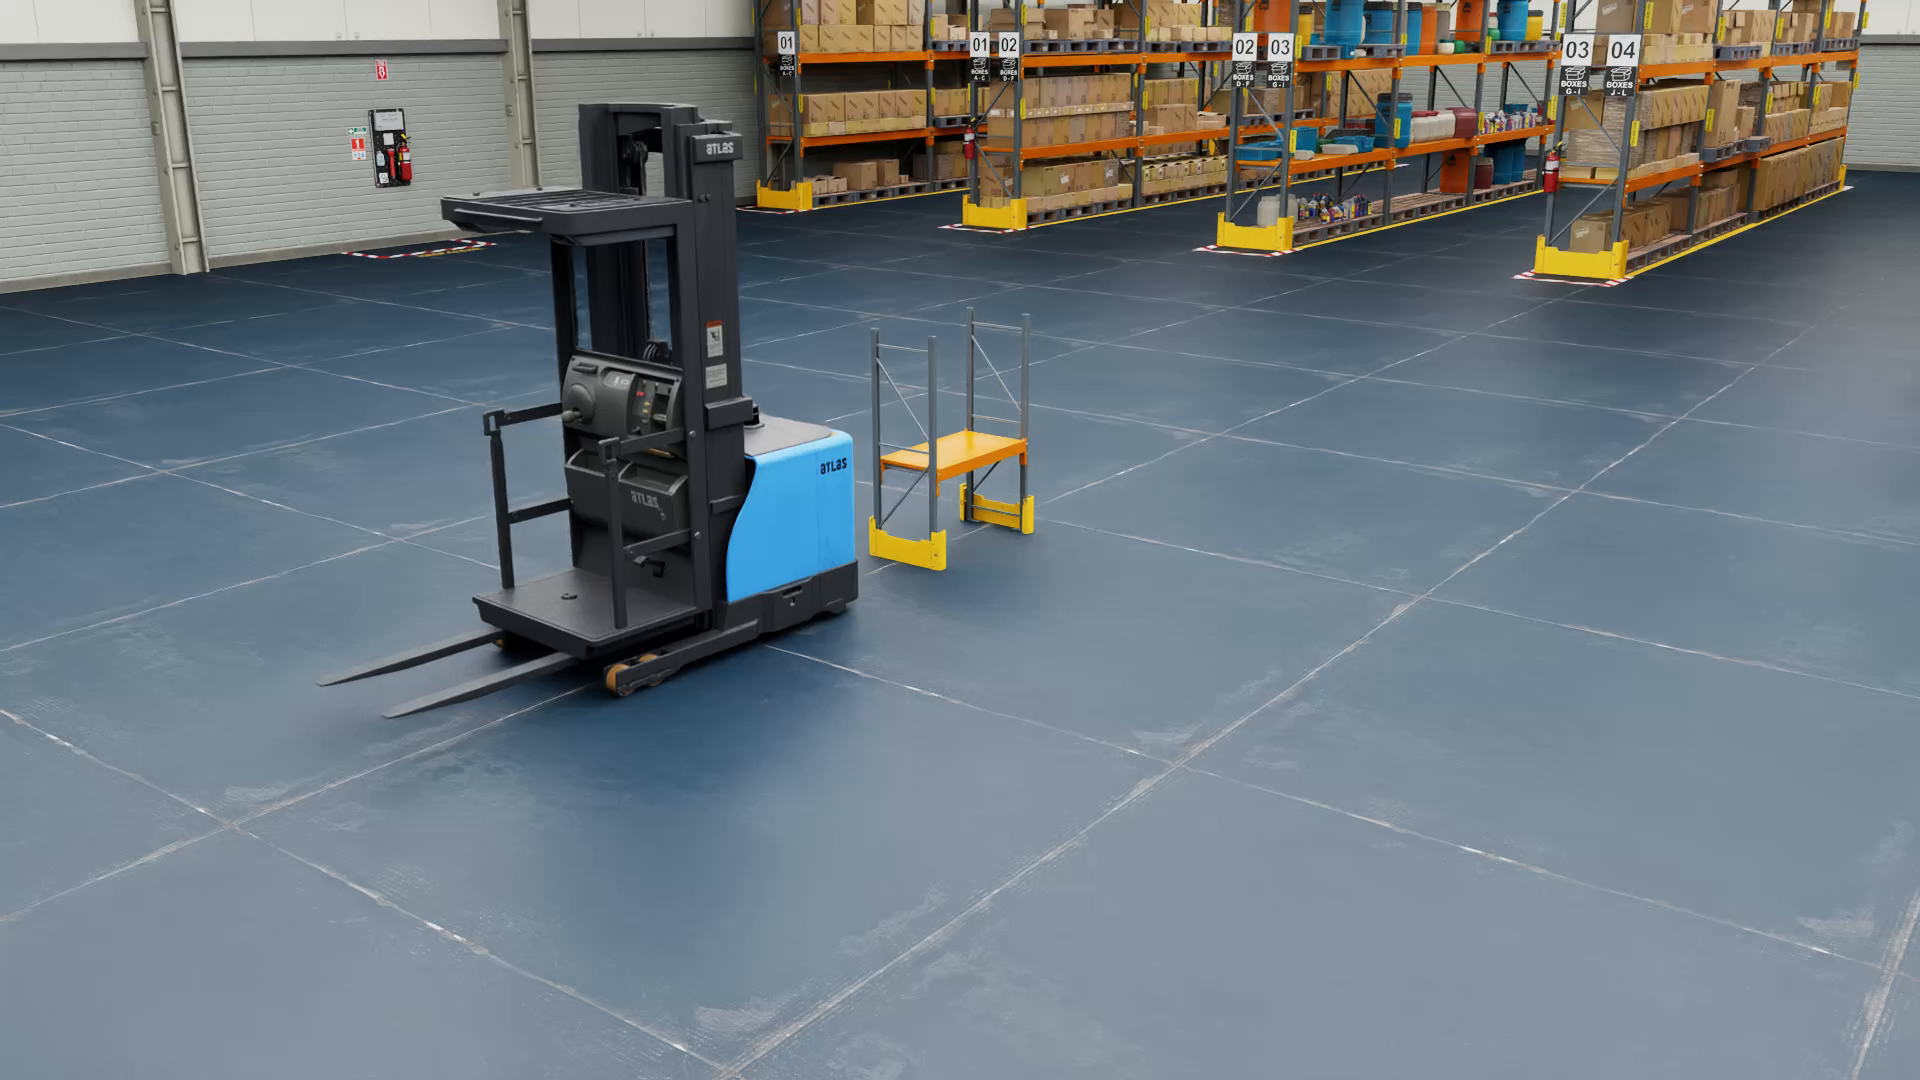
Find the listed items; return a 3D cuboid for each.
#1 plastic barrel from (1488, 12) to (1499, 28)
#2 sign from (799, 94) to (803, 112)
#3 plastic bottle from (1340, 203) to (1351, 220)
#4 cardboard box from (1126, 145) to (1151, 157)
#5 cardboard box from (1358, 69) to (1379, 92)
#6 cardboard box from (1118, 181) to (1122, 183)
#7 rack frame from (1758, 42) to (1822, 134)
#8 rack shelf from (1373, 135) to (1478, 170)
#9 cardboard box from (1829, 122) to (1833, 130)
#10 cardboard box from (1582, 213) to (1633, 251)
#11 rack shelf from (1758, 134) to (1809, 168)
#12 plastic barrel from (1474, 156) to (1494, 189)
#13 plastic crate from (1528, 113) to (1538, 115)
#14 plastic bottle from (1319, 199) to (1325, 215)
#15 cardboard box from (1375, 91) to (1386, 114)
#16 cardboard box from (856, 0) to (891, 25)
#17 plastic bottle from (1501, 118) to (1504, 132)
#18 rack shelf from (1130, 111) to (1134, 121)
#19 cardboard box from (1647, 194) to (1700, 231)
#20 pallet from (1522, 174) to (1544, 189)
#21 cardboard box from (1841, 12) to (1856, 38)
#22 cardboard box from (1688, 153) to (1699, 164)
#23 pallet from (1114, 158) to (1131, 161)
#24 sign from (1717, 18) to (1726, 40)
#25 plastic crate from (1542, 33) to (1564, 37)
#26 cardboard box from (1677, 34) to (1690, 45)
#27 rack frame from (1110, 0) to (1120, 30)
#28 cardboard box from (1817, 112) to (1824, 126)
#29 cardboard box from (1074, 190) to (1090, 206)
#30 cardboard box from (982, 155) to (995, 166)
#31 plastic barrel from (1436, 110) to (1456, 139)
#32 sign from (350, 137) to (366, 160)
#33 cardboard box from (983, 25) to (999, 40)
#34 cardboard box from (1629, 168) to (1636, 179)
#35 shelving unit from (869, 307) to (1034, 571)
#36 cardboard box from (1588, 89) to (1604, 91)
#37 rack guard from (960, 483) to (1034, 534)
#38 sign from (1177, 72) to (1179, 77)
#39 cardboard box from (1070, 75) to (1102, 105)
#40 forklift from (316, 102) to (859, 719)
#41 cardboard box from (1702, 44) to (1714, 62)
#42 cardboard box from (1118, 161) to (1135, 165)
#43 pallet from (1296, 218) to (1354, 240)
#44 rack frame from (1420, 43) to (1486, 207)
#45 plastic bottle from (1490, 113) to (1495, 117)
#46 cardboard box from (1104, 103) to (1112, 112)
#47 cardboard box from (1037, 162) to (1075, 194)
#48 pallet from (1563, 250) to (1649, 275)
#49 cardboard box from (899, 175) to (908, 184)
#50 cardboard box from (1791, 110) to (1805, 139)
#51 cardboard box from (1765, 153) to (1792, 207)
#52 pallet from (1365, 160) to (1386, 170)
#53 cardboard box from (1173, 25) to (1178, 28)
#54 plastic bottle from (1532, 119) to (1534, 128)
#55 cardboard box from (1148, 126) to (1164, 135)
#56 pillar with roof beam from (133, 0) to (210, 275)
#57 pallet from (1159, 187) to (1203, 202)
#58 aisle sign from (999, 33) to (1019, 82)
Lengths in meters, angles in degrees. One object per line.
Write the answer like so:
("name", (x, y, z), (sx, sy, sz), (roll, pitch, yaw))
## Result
("plastic barrel", (10.285, -10.032, 32.496), (0.433, 0.535, 0.433), (0, 17, 0))
("sign", (-2.937, -8.048, 30.642), (0.100, 0.325, 0.005), (12, 21, 35))
("plastic bottle", (6.407, -5.477, 27.673), (0.152, 0.276, 0.135), (13, 21, 36))
("cardboard box", (4.305, -9.755, 41.107), (0.700, 0.500, 0.500), (13, 21, 35))
("cardboard box", (9.491, -10.793, 39.086), (0.500, 0.500, 0.500), (13, 22, 36))
("cardboard box", (3.005, -6.846, 32.160), (0.500, 0.250, 0.500), (12, 21, 34))
("rack frame", (15.711, -7.963, 31.827), (1.000, 3.000, 0.127), (12, 21, 35))
("rack shelf", (8.158, -7.065, 30.151), (1.077, 0.370, 4.000), (12, 21, 35))
("cardboard box", (17.235, -8.288, 33.300), (0.380, 0.149, 0.250), (13, 21, 36))
("cardboard box", (9.275, -4.406, 23.880), (0.500, 0.500, 0.500), (-13, 22, -36))
("rack shelf", (14.519, -7.143, 30.400), (1.077, 0.370, 4.000), (12, 21, 35))
("plastic barrel", (10.300, -7.323, 33.124), (0.600, 0.588, 0.708), (12, 21, 35))
("plastic crate", (12.529, -9.209, 36.183), (0.293, 0.136, 0.466), (12, 21, 35))
("plastic bottle", (6.163, -5.665, 28.286), (0.097, 0.271, 0.097), (0, 17, 0))
("cardboard box", (9.786, -10.436, 39.622), (0.500, 0.500, 0.500), (13, 21, 35))
("cardboard box", (-1.692, -10.225, 32.165), (0.500, 0.500, 0.500), (12, 21, 33))
("plastic bottle", (10.646, -8.168, 32.704), (0.097, 0.271, 0.097), (0, 17, 0))
("rack shelf", (2.585, -9.769, 38.856), (1.077, 0.370, 4.000), (12, 21, 35))
("cardboard box", (11.327, -5.216, 26.456), (0.700, 0.500, 0.500), (11, 20, 31))
("pallet", (12.140, -7.688, 35.645), (1.003, 0.211, 1.213), (12, 21, 35))
("cardboard box", (17.827, -10.511, 33.929), (0.700, 0.500, 0.500), (11, 20, 31))
("cardboard box", (11.052, -5.834, 25.397), (0.380, 0.149, 0.250), (12, 21, 35))
("pallet", (3.378, -9.060, 40.062), (1.003, 0.211, 1.213), (12, 21, 35))
("sign", (11.385, -7.643, 24.867), (0.100, 0.325, 0.005), (12, 21, 35))
("plastic crate", (12.985, -10.878, 36.263), (0.504, 0.338, 0.767), (12, 21, 35))
("cardboard box", (10.201, -7.165, 23.782), (0.380, 0.149, 0.250), (14, 22, 37))
("rack frame", (3.777, -13.454, 39.394), (1.000, 3.000, 0.127), (12, 21, 35))
("cardboard box", (16.502, -8.216, 32.395), (0.500, 0.250, 0.500), (12, 21, 34))
("cardboard box", (2.001, -6.189, 30.043), (0.500, 0.250, 0.500), (12, 21, 35))
("cardboard box", (0.333, -8.246, 36.213), (0.700, 0.500, 0.500), (12, 21, 34))
("plastic barrel", (8.908, -7.656, 30.651), (0.421, 0.512, 0.421), (0, 17, 0))
("sign", (-9.141, -5.943, 25.262), (0.001, 0.329, 0.234), (12, 21, 35))
("cardboard box", (0.547, -10.835, 35.811), (0.797, 0.503, 0.637), (16, 24, 42))
("cardboard box", (9.087, -5.067, 22.925), (0.380, 0.149, 0.250), (12, 21, 35))
("shelving unit", (-0.045, -0.698, 10.963), (0.587, 1.500, 1.083), (12, 21, 35))
("cardboard box", (8.983, -6.067, 23.366), (0.500, 0.500, 0.500), (12, 21, 35))
("rack guard", (0.251, -0.220, 11.530), (0.587, 0.250, 0.087), (12, 21, 35))
("sign", (5.718, -12.092, 43.531), (0.100, 0.325, 0.005), (12, 21, 35))
("cardboard box", (2.132, -8.130, 30.008), (0.700, 0.500, 0.500), (12, 21, 35))
("forklift", (-1.947, -0.757, 8.738), (1.130, 2.935, 3.031), (14, 22, 39))
("cardboard box", (10.882, -7.264, 24.771), (0.500, 0.250, 0.500), (13, 22, 37))
("cardboard box", (3.307, -7.236, 32.470), (0.500, 0.311, 0.500), (13, 22, 36))
("pallet", (5.806, -5.156, 27.492), (1.003, 0.211, 1.213), (12, 21, 35))
("rack frame", (9.350, -7.885, 31.578), (1.000, 3.000, 0.127), (12, 21, 35))
("plastic bottle", (10.933, -8.649, 34.245), (0.152, 0.276, 0.135), (12, 21, 35))
("cardboard box", (2.542, -7.880, 30.297), (0.380, 0.149, 0.250), (12, 21, 35))
("cardboard box", (1.689, -6.431, 29.558), (0.500, 0.500, 0.500), (12, 21, 35))
("pallet", (9.119, -3.978, 23.699), (1.003, 0.211, 1.213), (12, 21, 35))
("cardboard box", (-1.285, -7.407, 34.075), (0.380, 0.166, 0.250), (9, 20, 28))
("cardboard box", (15.351, -7.734, 30.923), (0.500, 0.500, 0.500), (13, 22, 36))
("cardboard box", (14.293, -6.568, 30.209), (1.225, 0.875, 0.875), (12, 21, 35))
("pallet", (9.621, -9.127, 40.279), (1.003, 0.211, 1.213), (12, 21, 35))
("cardboard box", (5.015, -12.558, 40.944), (0.500, 0.250, 0.500), (12, 21, 33))
("plastic bottle", (11.711, -8.560, 34.085), (0.097, 0.201, 0.097), (0, 17, 0))
("cardboard box", (3.683, -7.864, 31.932), (0.380, 0.149, 0.250), (12, 21, 35))
("pillar with roof beam", (-7.344, -7.296, 19.566), (9.100, 9.000, 0.400), (12, 21, 35))
("pallet", (4.125, -6.951, 33.272), (1.003, 0.211, 1.213), (12, 21, 35))
("aisle sign", (0.814, -8.028, 27.653), (0.394, 0.787, 0.004), (12, 21, 35))
